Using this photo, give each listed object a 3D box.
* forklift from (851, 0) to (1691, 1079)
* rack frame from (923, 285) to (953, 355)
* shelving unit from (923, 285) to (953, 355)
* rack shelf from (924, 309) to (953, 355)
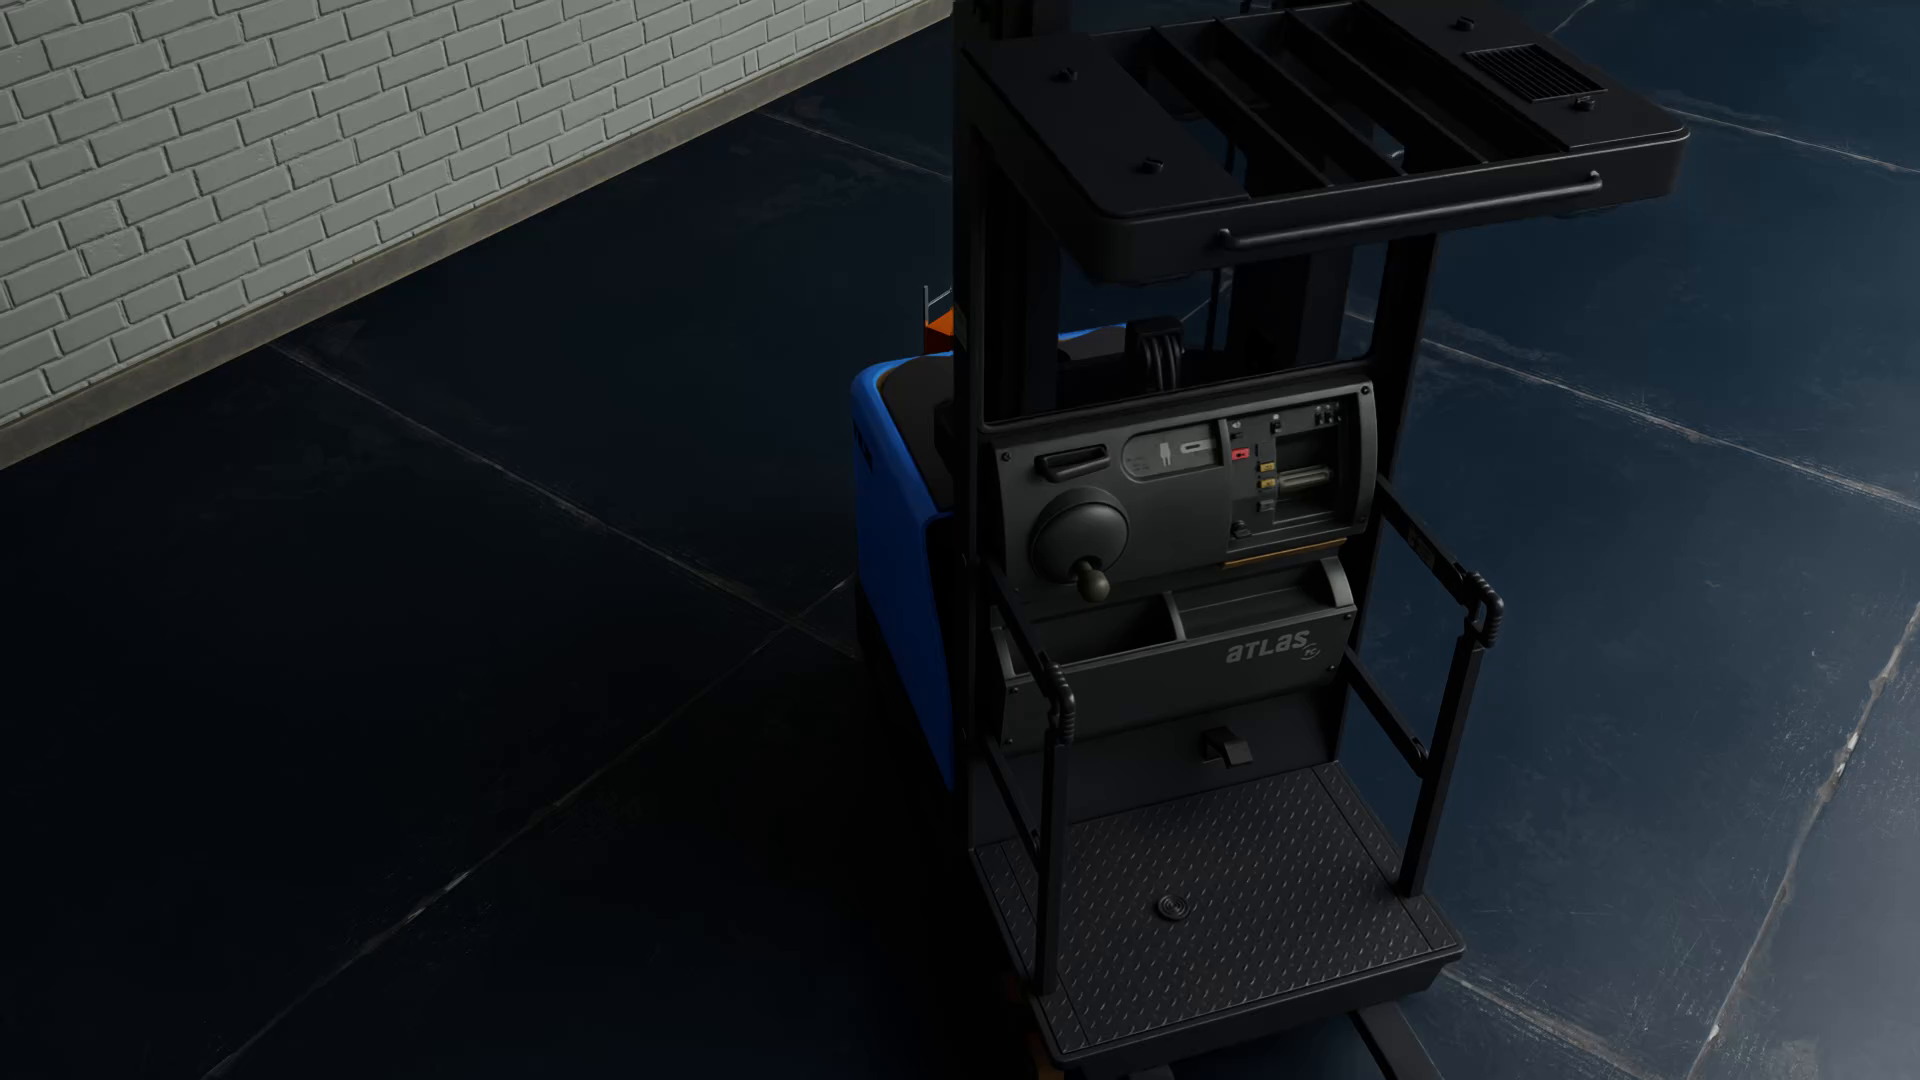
[{"bbox_3d":[0.594,-0.043,3.643,1.130,2.935,3.031,-11,39,-14],"label":"forklift"},{"bbox_3d":[-0.054,-0.439,5.674,0.008,1.050,0.200,25,45,29],"label":"rack frame"},{"bbox_3d":[0.042,-0.393,5.616,0.252,1.050,0.215,25,45,29],"label":"shelving unit"},{"bbox_3d":[0.042,-0.608,5.448,0.240,0.259,0.215,25,45,29],"label":"rack shelf"}]
